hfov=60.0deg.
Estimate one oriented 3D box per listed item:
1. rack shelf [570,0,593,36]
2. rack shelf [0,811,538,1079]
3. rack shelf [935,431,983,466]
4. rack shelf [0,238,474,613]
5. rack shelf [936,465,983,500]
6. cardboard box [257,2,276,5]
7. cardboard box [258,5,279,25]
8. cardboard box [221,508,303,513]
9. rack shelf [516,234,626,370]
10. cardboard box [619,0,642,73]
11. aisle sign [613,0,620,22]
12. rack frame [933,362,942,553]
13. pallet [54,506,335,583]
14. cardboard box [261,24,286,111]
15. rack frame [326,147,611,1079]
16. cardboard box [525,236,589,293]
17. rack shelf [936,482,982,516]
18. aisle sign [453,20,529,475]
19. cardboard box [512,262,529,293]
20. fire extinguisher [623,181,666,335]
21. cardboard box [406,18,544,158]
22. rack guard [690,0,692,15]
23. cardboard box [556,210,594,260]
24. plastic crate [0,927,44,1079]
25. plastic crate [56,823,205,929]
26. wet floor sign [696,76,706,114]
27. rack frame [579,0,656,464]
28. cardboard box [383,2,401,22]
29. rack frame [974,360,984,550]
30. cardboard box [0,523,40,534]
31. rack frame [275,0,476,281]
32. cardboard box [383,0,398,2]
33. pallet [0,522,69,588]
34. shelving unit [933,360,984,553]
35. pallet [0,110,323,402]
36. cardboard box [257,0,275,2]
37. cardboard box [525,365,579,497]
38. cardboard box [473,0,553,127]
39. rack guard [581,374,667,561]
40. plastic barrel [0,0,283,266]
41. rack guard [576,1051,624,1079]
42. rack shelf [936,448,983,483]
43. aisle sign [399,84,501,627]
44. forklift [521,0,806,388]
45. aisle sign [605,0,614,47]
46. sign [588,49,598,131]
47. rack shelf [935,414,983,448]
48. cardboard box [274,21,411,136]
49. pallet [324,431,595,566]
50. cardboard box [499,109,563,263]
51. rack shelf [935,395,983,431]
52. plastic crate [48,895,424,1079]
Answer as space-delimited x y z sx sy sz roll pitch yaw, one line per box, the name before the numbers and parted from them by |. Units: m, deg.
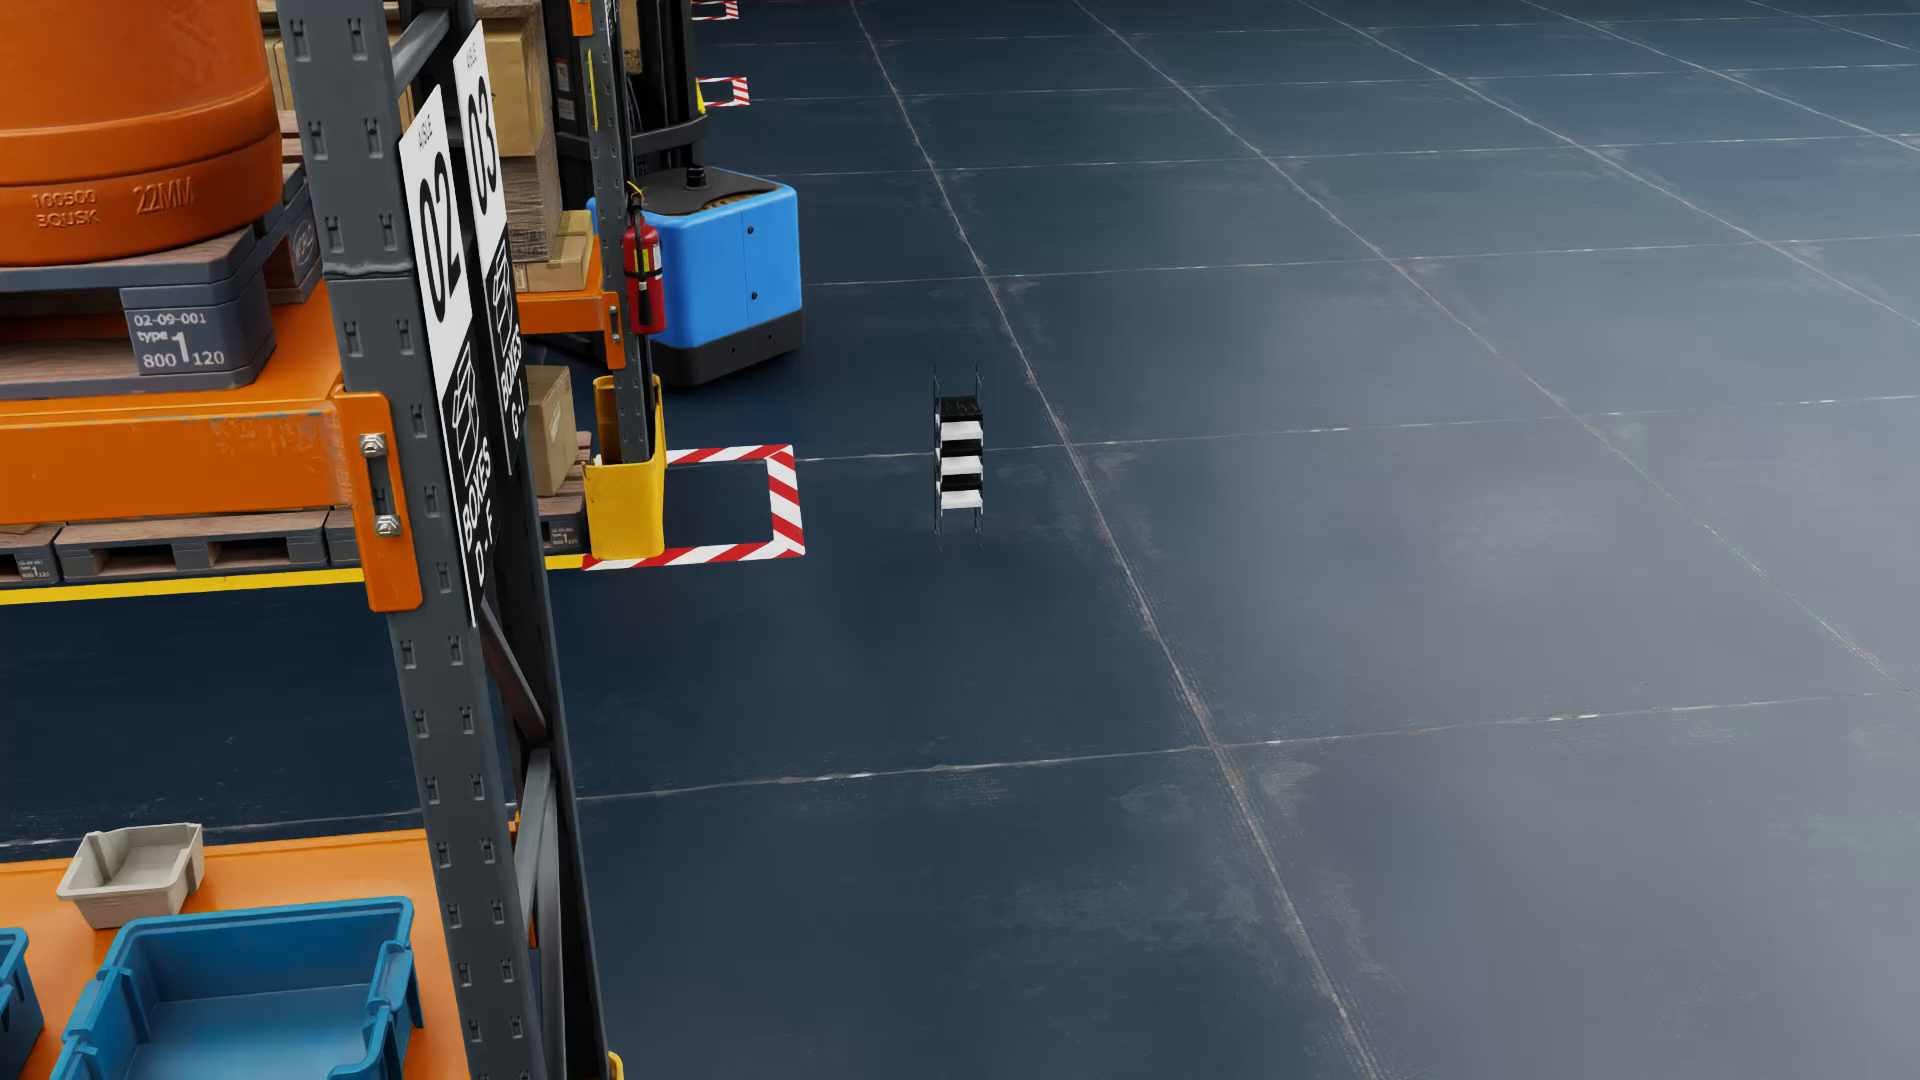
rack shelf | -3.600 -2.397 7.139 4.000 0.370 1.077 -4 27 -7
rack shelf | -2.910 1.176 3.460 4.000 0.370 1.077 -4 27 -7
rack shelf | -0.008 -0.450 8.018 0.200 0.077 0.258 -4 27 -7
rack shelf | -2.910 -0.158 2.775 4.000 0.370 1.077 -4 27 -7
rack shelf | -0.008 -0.290 8.100 0.200 0.077 0.258 -4 27 -7
cardboard box | -4.715 -3.626 11.867 0.550 0.550 0.875 -4 27 -7
cardboard box | -3.193 -2.159 7.641 0.500 0.500 0.500 -4 27 -7
cardboard box | -3.450 -0.468 8.154 0.500 0.500 0.500 -1 27 -2
rack shelf | -3.600 -1.063 7.824 4.000 0.370 1.077 -4 27 -7
cardboard box | -2.572 -3.781 12.170 0.550 0.550 0.875 -4 27 -7
aisle sign | -1.600 -2.806 7.586 0.004 0.787 0.394 -4 27 -7
rack frame | -0.109 -0.393 8.031 0.006 0.900 0.240 -4 27 -7
pallet | -3.710 -0.153 8.317 1.213 0.211 1.003 -4 27 -7
cardboard box | -3.119 -1.920 7.176 0.500 0.500 0.500 -4 27 -7
rack frame | -0.929 0.729 3.544 0.127 3.000 1.000 -4 27 -7
cardboard box | -1.873 -1.287 7.748 0.250 0.149 0.380 -4 27 -7
rack shelf | -0.008 -0.210 8.141 0.200 0.077 0.258 -4 27 -7
aisle sign | -0.899 -0.565 3.217 0.004 0.787 0.394 -4 27 -7
cardboard box | -2.121 -1.271 7.717 0.250 0.149 0.380 -4 27 -7
fire extinguisher | -1.442 -1.275 7.533 0.183 0.674 0.296 -4 27 -7
cardboard box | -2.130 -1.985 7.302 0.500 0.500 0.500 -4 27 -7
rack guard | -3.672 -7.123 21.585 0.348 0.500 1.175 -4 27 -7
cardboard box | -1.935 -1.488 8.139 0.250 0.149 0.380 -4 27 -7
plastic crate | -2.027 1.001 3.176 0.408 0.251 0.499 -4 27 -7
plastic crate | -1.860 0.758 3.776 0.250 0.136 0.298 -4 27 -7
wet floor sign | -2.663 -4.471 16.257 0.232 0.644 0.267 6 28 11
rack frame | -1.619 -1.510 7.907 0.127 3.000 1.000 -4 27 -7
cardboard box | -2.698 -2.191 7.705 0.500 0.500 0.500 -4 27 -7
rack frame | 0.093 -0.406 8.056 0.006 0.900 0.240 -4 27 -7
cardboard box | -4.613 -0.378 7.978 0.500 0.500 0.500 5 28 9
rack frame | -0.929 -1.940 2.174 0.127 3.000 1.000 -4 27 -7
cardboard box | -4.204 -3.705 12.021 0.500 0.550 0.875 -4 27 -7
pallet | -4.920 -0.074 8.163 1.213 0.211 1.003 -4 27 -7
shelving unit | -0.008 -0.400 8.044 0.210 0.900 0.258 -4 27 -7
pallet | -1.762 -0.513 2.886 1.213 0.211 1.003 -4 27 -7
cardboard box | -4.719 -4.119 11.645 0.550 0.550 0.875 -4 27 -7
cardboard box | -2.240 -0.553 8.320 0.500 0.500 0.500 1 27 2
cardboard box | -2.202 -2.220 7.760 0.500 0.500 0.500 -4 27 -7
rack guard | -1.695 -0.393 8.469 0.348 0.500 1.175 -4 27 -7
plastic barrel | -1.393 -0.895 2.493 0.708 0.830 0.600 -4 27 -7
rack guard | -0.998 1.867 4.063 0.348 0.500 1.175 -4 27 -7
rack shelf | -0.008 -0.370 8.059 0.200 0.077 0.258 -4 27 -7
aisle sign | -0.817 -0.298 2.697 0.004 0.787 0.394 -4 27 -7
forklift | -2.423 -2.761 10.420 3.031 2.935 1.130 21 34 35
aisle sign | -1.516 -2.535 7.057 0.004 0.787 0.394 -4 27 -7
sign | -1.562 -1.914 7.079 0.005 0.325 0.100 -4 27 -7
rack shelf | -0.008 -0.530 7.977 0.200 0.077 0.258 -4 27 -7
cardboard box | -2.624 -1.951 7.235 0.500 0.500 0.500 -4 27 -7
pallet | -2.504 -0.229 8.465 1.213 0.211 1.003 -4 27 -7
cardboard box | -2.168 -1.664 7.773 0.500 0.500 0.875 -4 27 -7
rack shelf | -0.008 -0.610 7.936 0.200 0.077 0.258 -4 27 -7
plastic crate | -1.383 0.962 3.252 0.616 0.251 0.499 -4 27 -7
